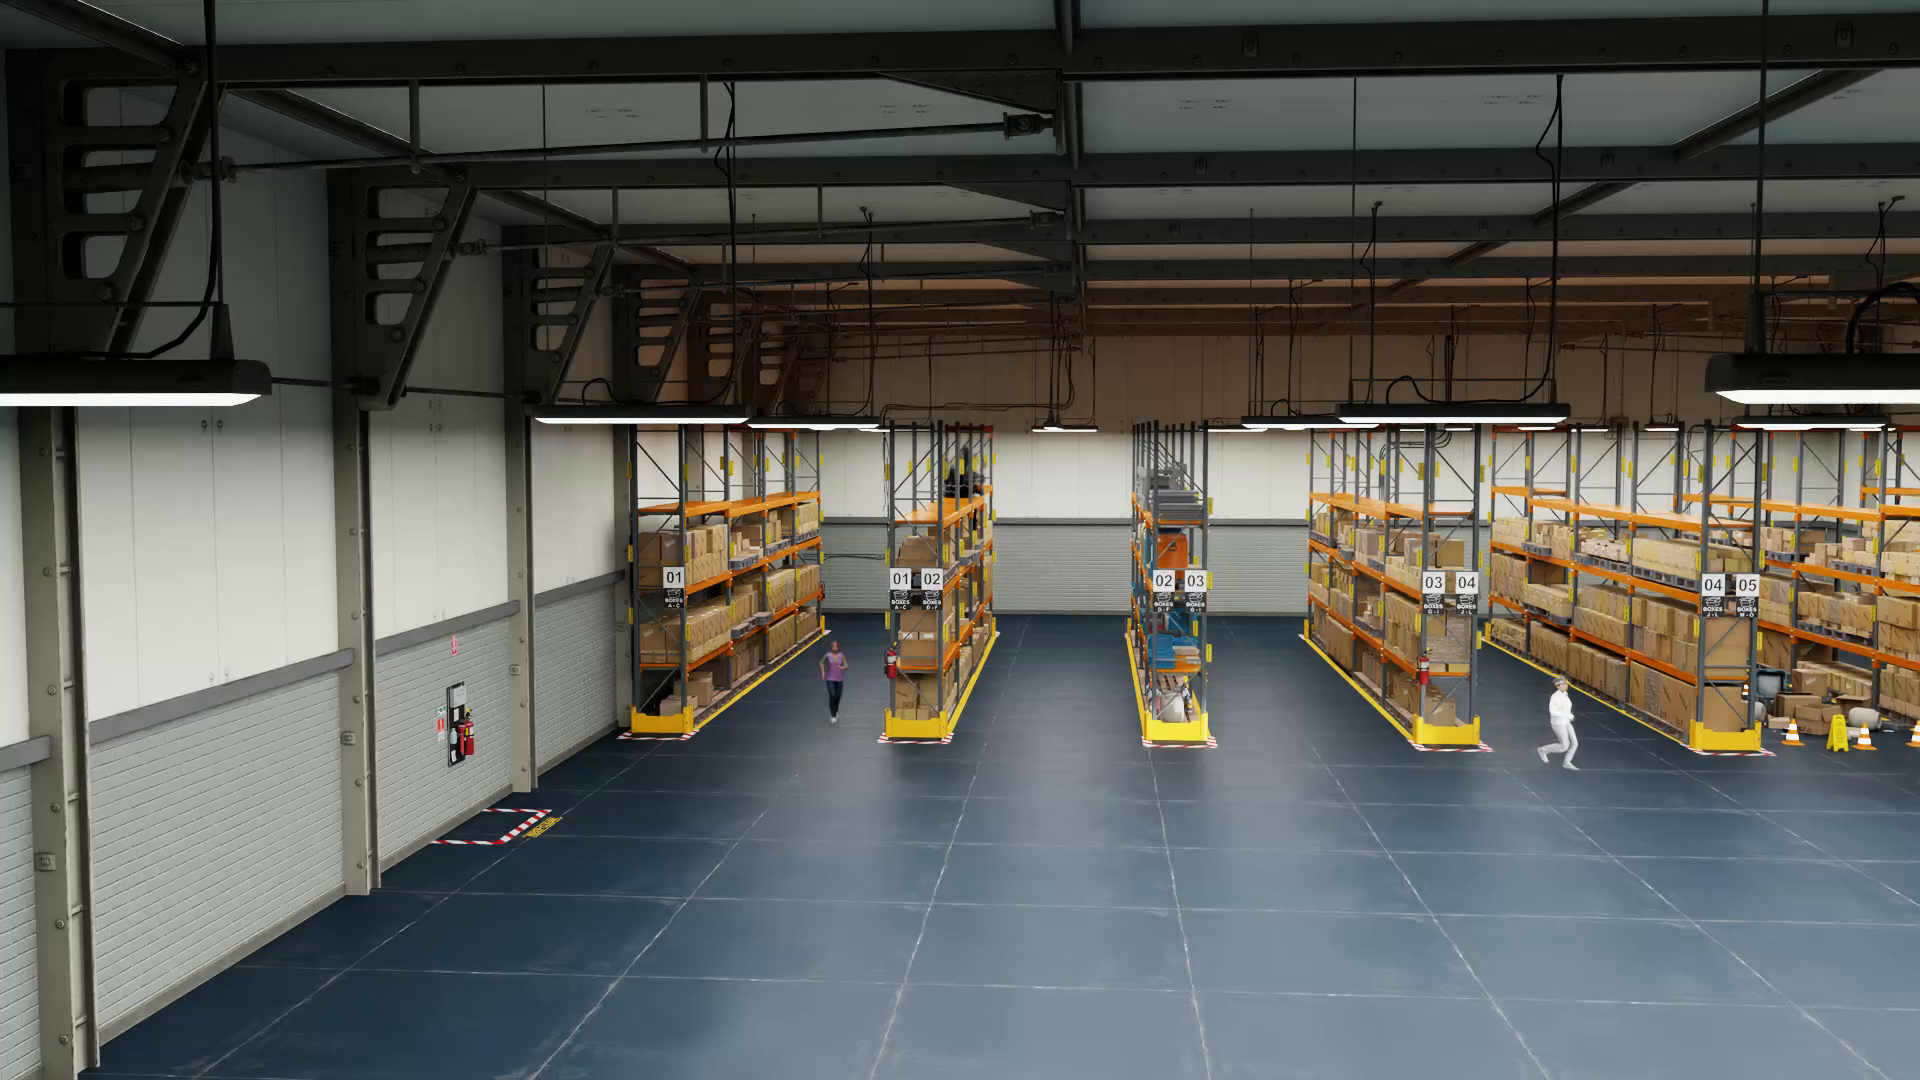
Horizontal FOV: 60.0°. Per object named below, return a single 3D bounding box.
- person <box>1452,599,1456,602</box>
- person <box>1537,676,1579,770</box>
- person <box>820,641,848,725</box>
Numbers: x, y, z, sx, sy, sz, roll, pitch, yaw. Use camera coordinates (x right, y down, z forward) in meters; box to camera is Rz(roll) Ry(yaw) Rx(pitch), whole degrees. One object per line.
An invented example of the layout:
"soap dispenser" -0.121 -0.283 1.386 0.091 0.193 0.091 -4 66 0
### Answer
"person" 14.154 1.865 47.524 0.780 1.756 0.816 0 4 0
"person" 10.231 3.129 28.455 0.628 1.643 0.643 3 5 39
"person" -2.494 2.814 33.071 0.519 1.626 0.797 -1 4 -16
